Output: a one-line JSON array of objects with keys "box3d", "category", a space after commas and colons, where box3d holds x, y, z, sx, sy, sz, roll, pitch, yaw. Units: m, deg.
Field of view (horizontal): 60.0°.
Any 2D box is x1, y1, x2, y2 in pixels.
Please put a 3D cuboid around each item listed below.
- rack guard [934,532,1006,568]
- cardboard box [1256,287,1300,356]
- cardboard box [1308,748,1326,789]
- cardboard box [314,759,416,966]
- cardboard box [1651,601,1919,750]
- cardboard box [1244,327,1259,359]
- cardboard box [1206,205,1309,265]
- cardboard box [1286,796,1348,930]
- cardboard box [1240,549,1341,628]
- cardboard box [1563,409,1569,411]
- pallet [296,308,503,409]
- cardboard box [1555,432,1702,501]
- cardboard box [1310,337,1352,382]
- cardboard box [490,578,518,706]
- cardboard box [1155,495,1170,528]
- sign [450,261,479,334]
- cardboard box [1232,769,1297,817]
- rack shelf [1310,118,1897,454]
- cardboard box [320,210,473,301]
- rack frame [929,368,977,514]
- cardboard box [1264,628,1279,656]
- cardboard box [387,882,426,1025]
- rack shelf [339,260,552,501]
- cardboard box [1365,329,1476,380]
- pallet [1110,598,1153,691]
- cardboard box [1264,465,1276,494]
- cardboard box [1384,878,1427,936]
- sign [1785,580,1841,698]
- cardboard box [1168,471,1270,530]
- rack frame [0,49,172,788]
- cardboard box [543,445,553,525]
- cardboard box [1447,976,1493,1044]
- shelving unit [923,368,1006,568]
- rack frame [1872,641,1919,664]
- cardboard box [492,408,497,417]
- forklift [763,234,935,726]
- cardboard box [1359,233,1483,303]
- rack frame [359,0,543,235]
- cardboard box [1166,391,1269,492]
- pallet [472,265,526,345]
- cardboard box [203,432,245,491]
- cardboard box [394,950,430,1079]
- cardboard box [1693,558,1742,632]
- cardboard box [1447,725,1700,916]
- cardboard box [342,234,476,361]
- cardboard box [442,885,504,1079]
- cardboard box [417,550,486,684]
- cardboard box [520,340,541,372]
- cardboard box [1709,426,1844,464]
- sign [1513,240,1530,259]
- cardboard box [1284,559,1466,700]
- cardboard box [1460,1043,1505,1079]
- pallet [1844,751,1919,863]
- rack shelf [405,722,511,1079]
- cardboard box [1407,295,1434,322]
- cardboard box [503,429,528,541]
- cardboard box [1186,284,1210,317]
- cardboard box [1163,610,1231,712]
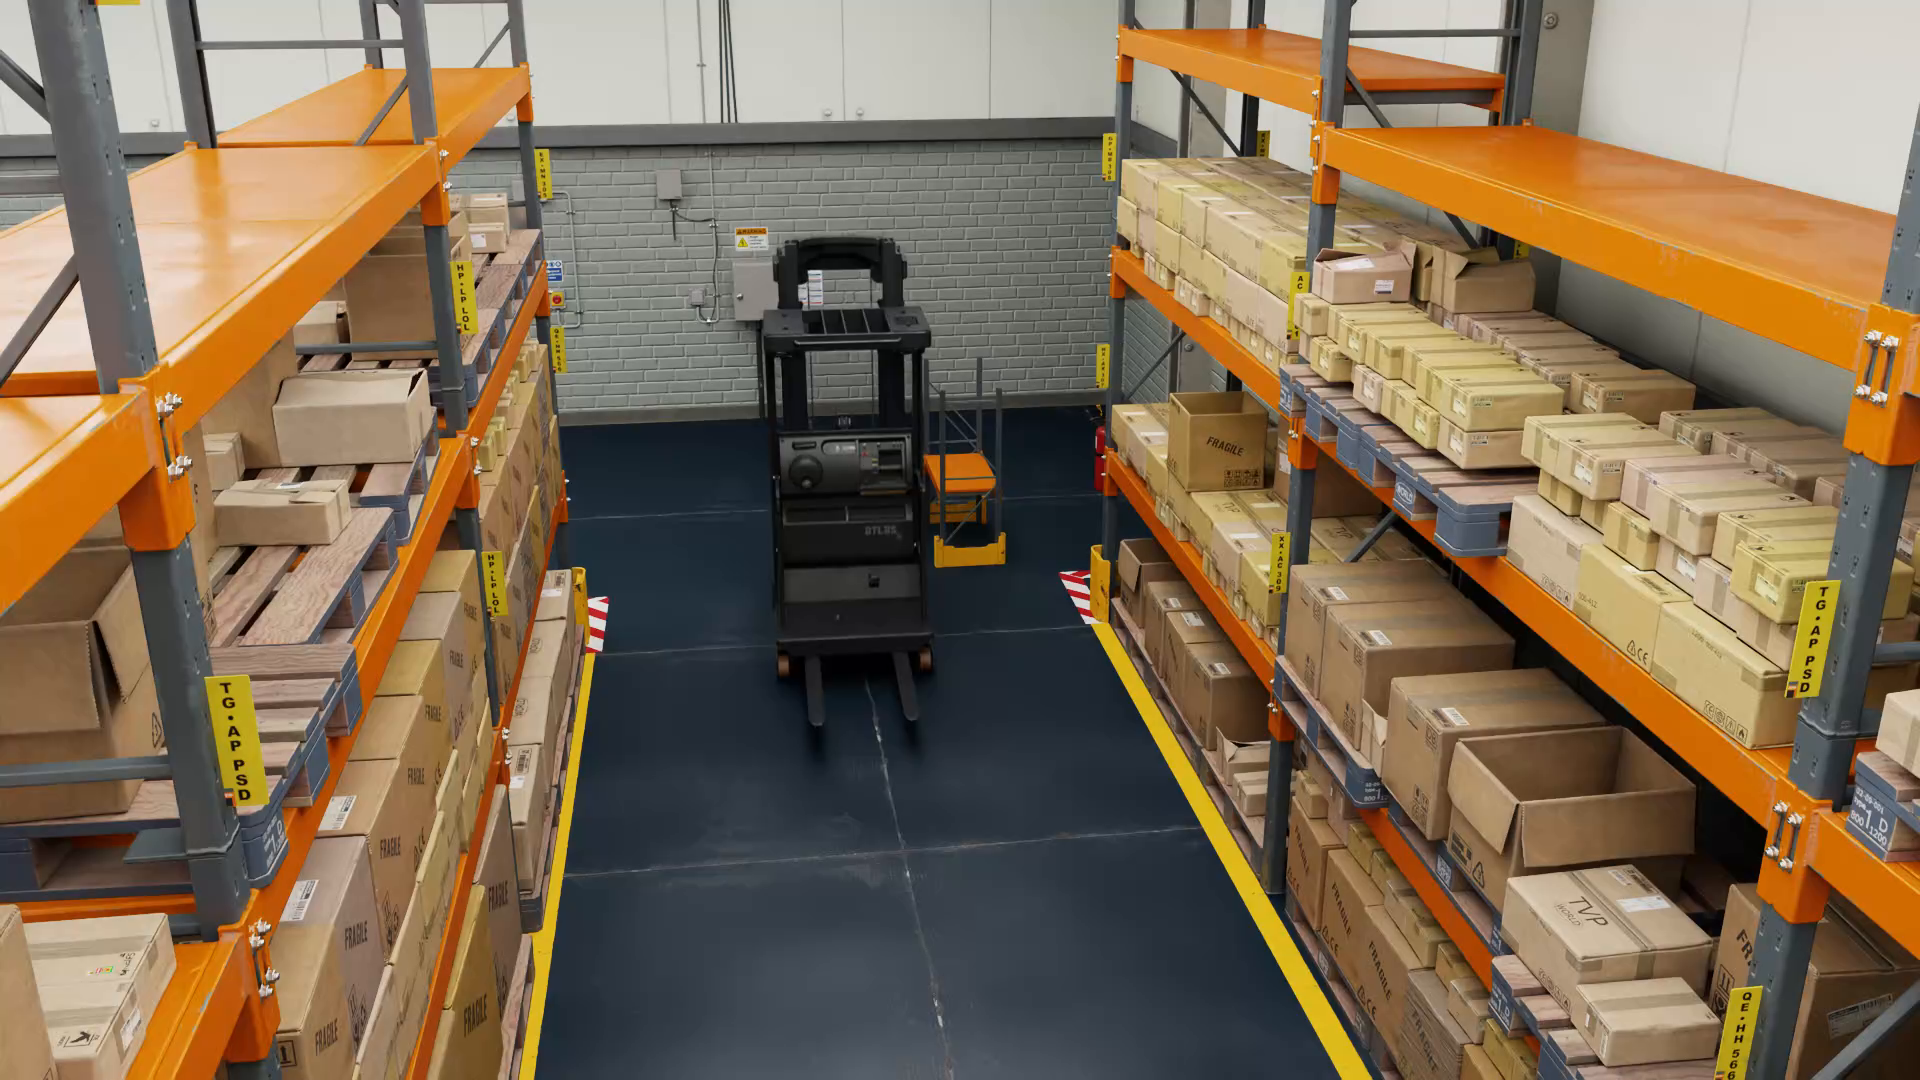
[{"box3d": [0.083, 0.082, 13.714, 0.587, 0.250, 0.087, -3, 21, -8], "category": "rack guard"}, {"box3d": [1.845, -1.135, 8.545, 0.500, 0.250, 0.500, -3, 21, -8], "category": "cardboard box"}, {"box3d": [2.010, 1.159, 8.520, 0.380, 0.149, 0.250, -3, 21, -9], "category": "cardboard box"}, {"box3d": [-2.142, 1.081, 5.538, 0.500, 0.500, 0.500, -2, 21, -6], "category": "cardboard box"}, {"box3d": [2.424, 0.378, 4.918, 0.500, 0.250, 0.500, -4, 21, -10], "category": "cardboard box"}, {"box3d": [1.756, -1.082, 8.972, 0.380, 0.149, 0.250, -2, 21, -6], "category": "cardboard box"}, {"box3d": [1.704, -1.729, 9.419, 0.500, 0.250, 0.500, -3, 21, -7], "category": "cardboard box"}, {"box3d": [2.009, 1.647, 8.567, 0.500, 0.500, 0.500, -2, 21, -5], "category": "cardboard box"}, {"box3d": [1.847, 0.260, 9.095, 0.500, 0.250, 0.500, -2, 21, -6], "category": "cardboard box"}, {"box3d": [2.551, -0.491, 6.647, 0.380, 0.149, 0.250, -3, 21, -8], "category": "cardboard box"}, {"box3d": [-2.857, -0.902, 8.259, 1.003, 0.211, 1.213, -3, 21, -8], "category": "pallet"}, {"box3d": [2.248, -0.249, 5.602, 0.380, 0.149, 0.250, -3, 21, -9], "category": "cardboard box"}, {"box3d": [1.814, -0.823, 7.535, 0.380, 0.149, 0.250, -3, 21, -7], "category": "cardboard box"}, {"box3d": [-2.558, 0.523, 8.461, 0.500, 0.500, 0.500, -2, 21, -6], "category": "cardboard box"}, {"box3d": [1.498, -0.198, 10.891, 0.380, 0.149, 0.250, -4, 21, -9], "category": "cardboard box"}, {"box3d": [-2.214, -1.080, 7.420, 0.100, 0.325, 0.005, -3, 21, -8], "category": "sign"}, {"box3d": [1.791, 1.454, 9.584, 0.380, 0.149, 0.250, -4, 21, -9], "category": "cardboard box"}, {"box3d": [2.450, -1.100, 5.974, 1.077, 0.370, 4.000, -3, 21, -8], "category": "rack shelf"}, {"box3d": [-2.975, -1.417, 8.620, 0.797, 0.503, 0.637, -1, 21, -4], "category": "cardboard box"}, {"box3d": [-0.059, -0.849, 14.420, 0.475, 1.308, 0.013, -3, 21, -8], "category": "rack frame"}, {"box3d": [1.866, 0.513, 8.987, 0.380, 0.149, 0.250, -3, 21, -7], "category": "cardboard box"}, {"box3d": [-2.134, 1.426, 5.685, 0.500, 0.250, 0.500, -3, 21, -8], "category": "cardboard box"}, {"box3d": [-3.038, -1.016, 9.463, 1.077, 0.370, 4.000, -3, 21, -8], "category": "rack shelf"}, {"box3d": [1.938, -0.785, 7.008, 0.380, 0.149, 0.250, -3, 21, -9], "category": "cardboard box"}, {"box3d": [1.712, 0.717, 12.069, 1.003, 0.211, 1.213, -3, 21, -8], "category": "pallet"}, {"box3d": [2.129, -0.283, 10.551, 0.500, 0.250, 0.500, -3, 21, -8], "category": "cardboard box"}, {"box3d": [2.167, 1.664, 7.592, 0.380, 0.149, 0.250, -3, 21, -8], "category": "cardboard box"}, {"box3d": [2.201, 0.258, 4.287, 0.100, 0.325, 0.005, -3, 21, -8], "category": "sign"}, {"box3d": [1.628, -0.264, 10.499, 0.500, 0.250, 0.500, -3, 21, -9], "category": "cardboard box"}, {"box3d": [-2.169, -0.680, 3.251, 0.949, 2.616, 0.053, -3, 21, -8], "category": "rack frame"}, {"box3d": [-2.937, -0.358, 10.820, 0.500, 0.500, 0.500, -3, 21, -9], "category": "cardboard box"}, {"box3d": [2.253, 1.930, 6.881, 0.380, 0.149, 0.250, -4, 21, -10], "category": "cardboard box"}, {"box3d": [0.011, -0.676, 13.957, 0.587, 1.500, 1.083, -3, 21, -8], "category": "shelving unit"}, {"box3d": [2.735, -0.932, 3.924, 0.949, 2.616, 0.053, -3, 21, -8], "category": "rack frame"}, {"box3d": [-2.772, -0.636, 9.207, 0.380, 0.149, 0.250, -3, 21, -8], "category": "cardboard box"}, {"box3d": [-0.776, -0.531, 11.524, 1.130, 2.935, 3.031, -2, 21, -6], "category": "forklift"}, {"box3d": [2.372, -1.401, 8.541, 0.500, 0.250, 0.500, -3, 21, -8], "category": "cardboard box"}, {"box3d": [-3.326, -3.450, 10.667, 1.000, 3.000, 0.127, -3, 21, -8], "category": "rack frame"}, {"box3d": [1.601, -0.622, 10.386, 0.500, 0.500, 0.500, -2, 21, -6], "category": "cardboard box"}, {"box3d": [-3.029, -1.324, 9.387, 1.003, 0.211, 1.213, -3, 21, -8], "category": "pallet"}, {"box3d": [-2.913, -0.292, 6.231, 0.380, 0.166, 0.250, -4, 21, -11], "category": "cardboard box"}, {"box3d": [-2.156, 1.659, 5.775, 0.500, 0.250, 0.500, -2, 21, -6], "category": "cardboard box"}, {"box3d": [2.431, 0.155, 4.945, 0.380, 0.149, 0.250, -3, 21, -9], "category": "cardboard box"}, {"box3d": [2.320, 1.077, 6.371, 0.797, 0.503, 0.637, -3, 21, -9], "category": "cardboard box"}, {"box3d": [-2.626, -1.165, 7.949, 0.500, 0.500, 0.500, -3, 21, -7], "category": "cardboard box"}, {"box3d": [-2.443, 2.067, 6.906, 0.875, 0.875, 0.875, -2, 21, -6], "category": "cardboard box"}, {"box3d": [-2.436, 0.372, 7.436, 0.500, 0.500, 0.500, -2, 21, -6], "category": "cardboard box"}, {"box3d": [-2.895, -1.173, 10.645, 0.380, 0.149, 0.250, -3, 21, -8], "category": "cardboard box"}, {"box3d": [2.803, -0.277, 5.676, 0.380, 0.149, 0.250, -3, 21, -8], "category": "cardboard box"}, {"box3d": [2.711, -1.368, 8.076, 0.100, 0.325, 0.005, -3, 21, -8], "category": "sign"}, {"box3d": [2.010, 0.429, 8.112, 0.700, 0.500, 0.500, -2, 21, -6], "category": "cardboard box"}, {"box3d": [2.325, 2.362, 6.651, 0.500, 0.500, 0.500, -2, 21, -5], "category": "cardboard box"}, {"box3d": [2.925, 0.792, 3.865, 1.213, 0.211, 1.003, -2, 21, -5], "category": "pallet"}, {"box3d": [-2.461, 1.775, 6.280, 1.077, 0.370, 4.000, -3, 21, -8], "category": "rack shelf"}, {"box3d": [2.321, -1.079, 7.796, 0.380, 0.149, 0.250, -3, 21, -9], "category": "cardboard box"}, {"box3d": [-2.708, -0.300, 9.235, 0.500, 0.500, 0.500, -3, 21, -7], "category": "cardboard box"}, {"box3d": [1.567, -1.435, 9.918, 0.380, 0.149, 0.250, -2, 21, -7], "category": "cardboard box"}, {"box3d": [1.642, 0.785, 10.873, 0.500, 0.500, 0.500, -3, 21, -7], "category": "cardboard box"}]
